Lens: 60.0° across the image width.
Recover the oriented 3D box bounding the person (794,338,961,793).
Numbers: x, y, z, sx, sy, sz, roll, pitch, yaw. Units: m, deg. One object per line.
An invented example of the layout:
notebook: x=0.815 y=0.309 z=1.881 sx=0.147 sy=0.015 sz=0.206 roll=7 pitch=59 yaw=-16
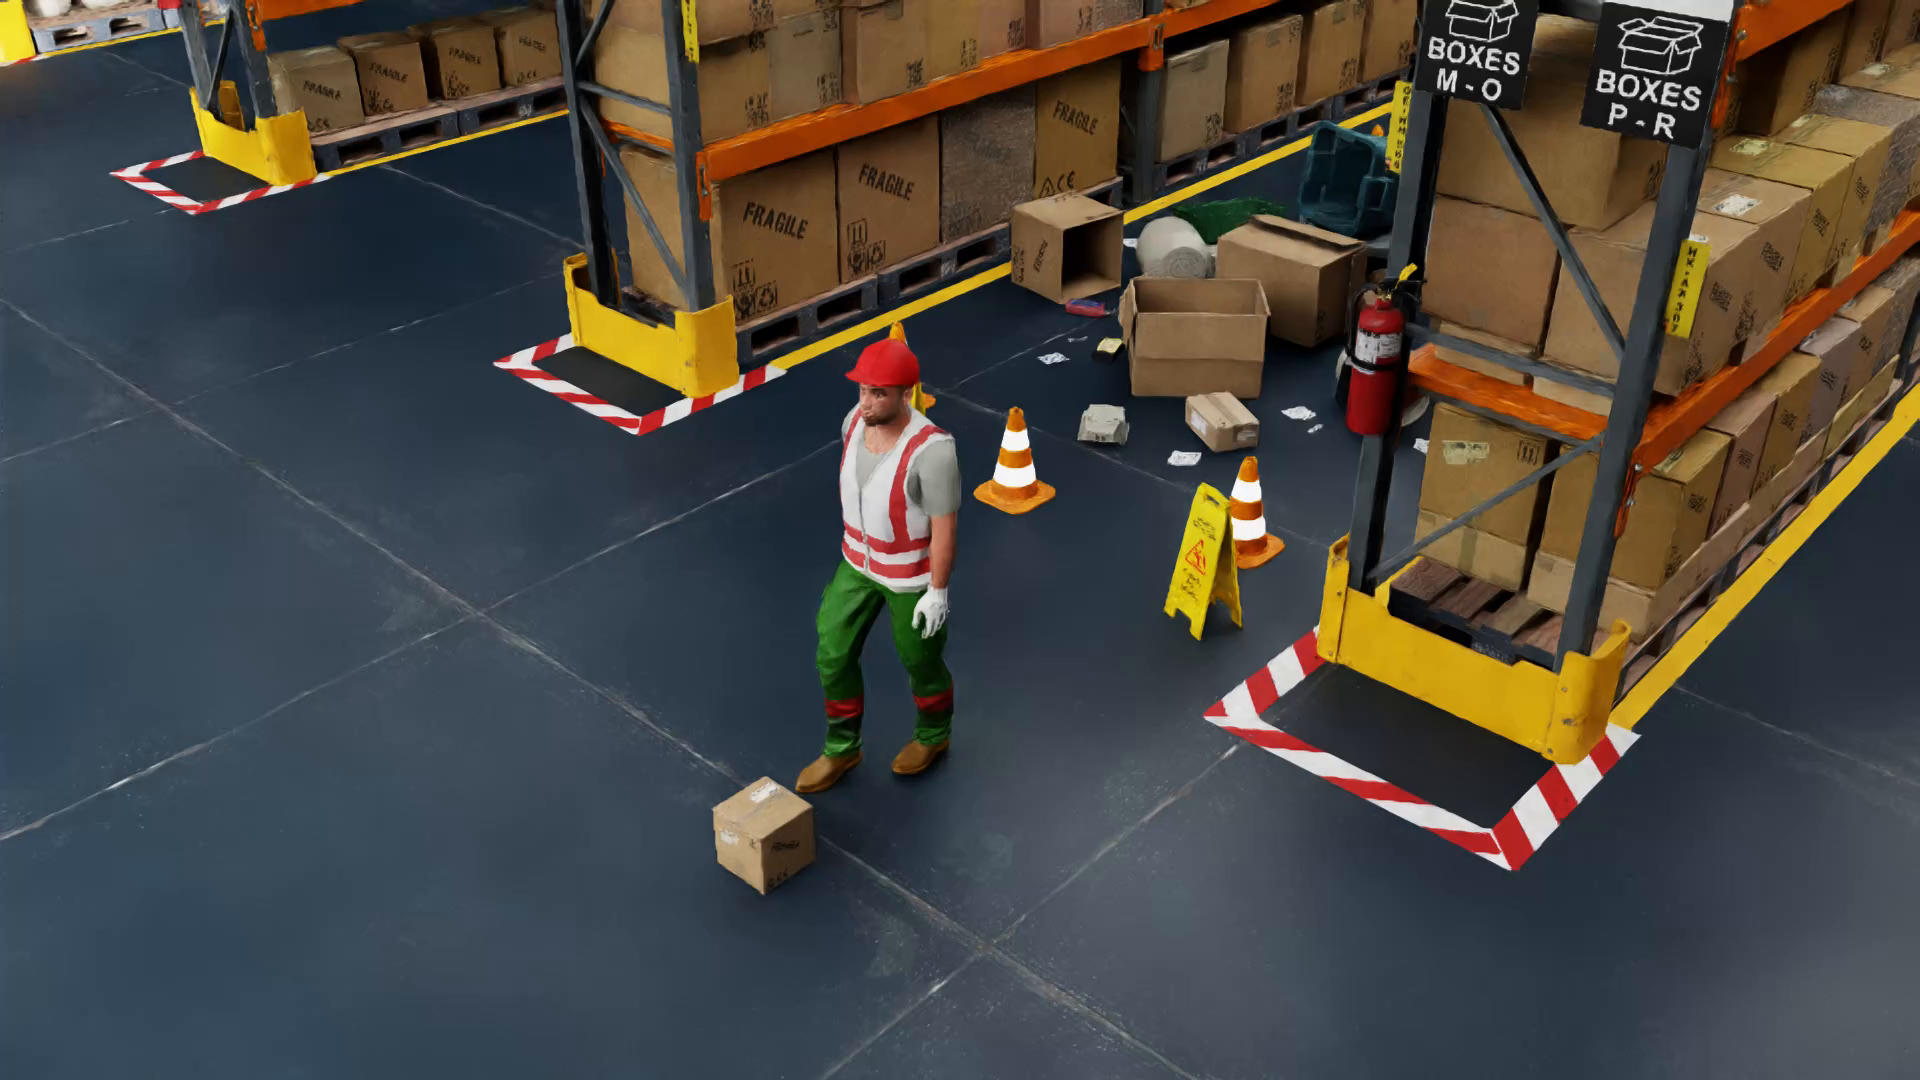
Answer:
person: x=-0.269 y=0.127 z=5.872 sx=0.543 sy=1.779 sz=0.604 roll=22 pitch=38 yaw=32
